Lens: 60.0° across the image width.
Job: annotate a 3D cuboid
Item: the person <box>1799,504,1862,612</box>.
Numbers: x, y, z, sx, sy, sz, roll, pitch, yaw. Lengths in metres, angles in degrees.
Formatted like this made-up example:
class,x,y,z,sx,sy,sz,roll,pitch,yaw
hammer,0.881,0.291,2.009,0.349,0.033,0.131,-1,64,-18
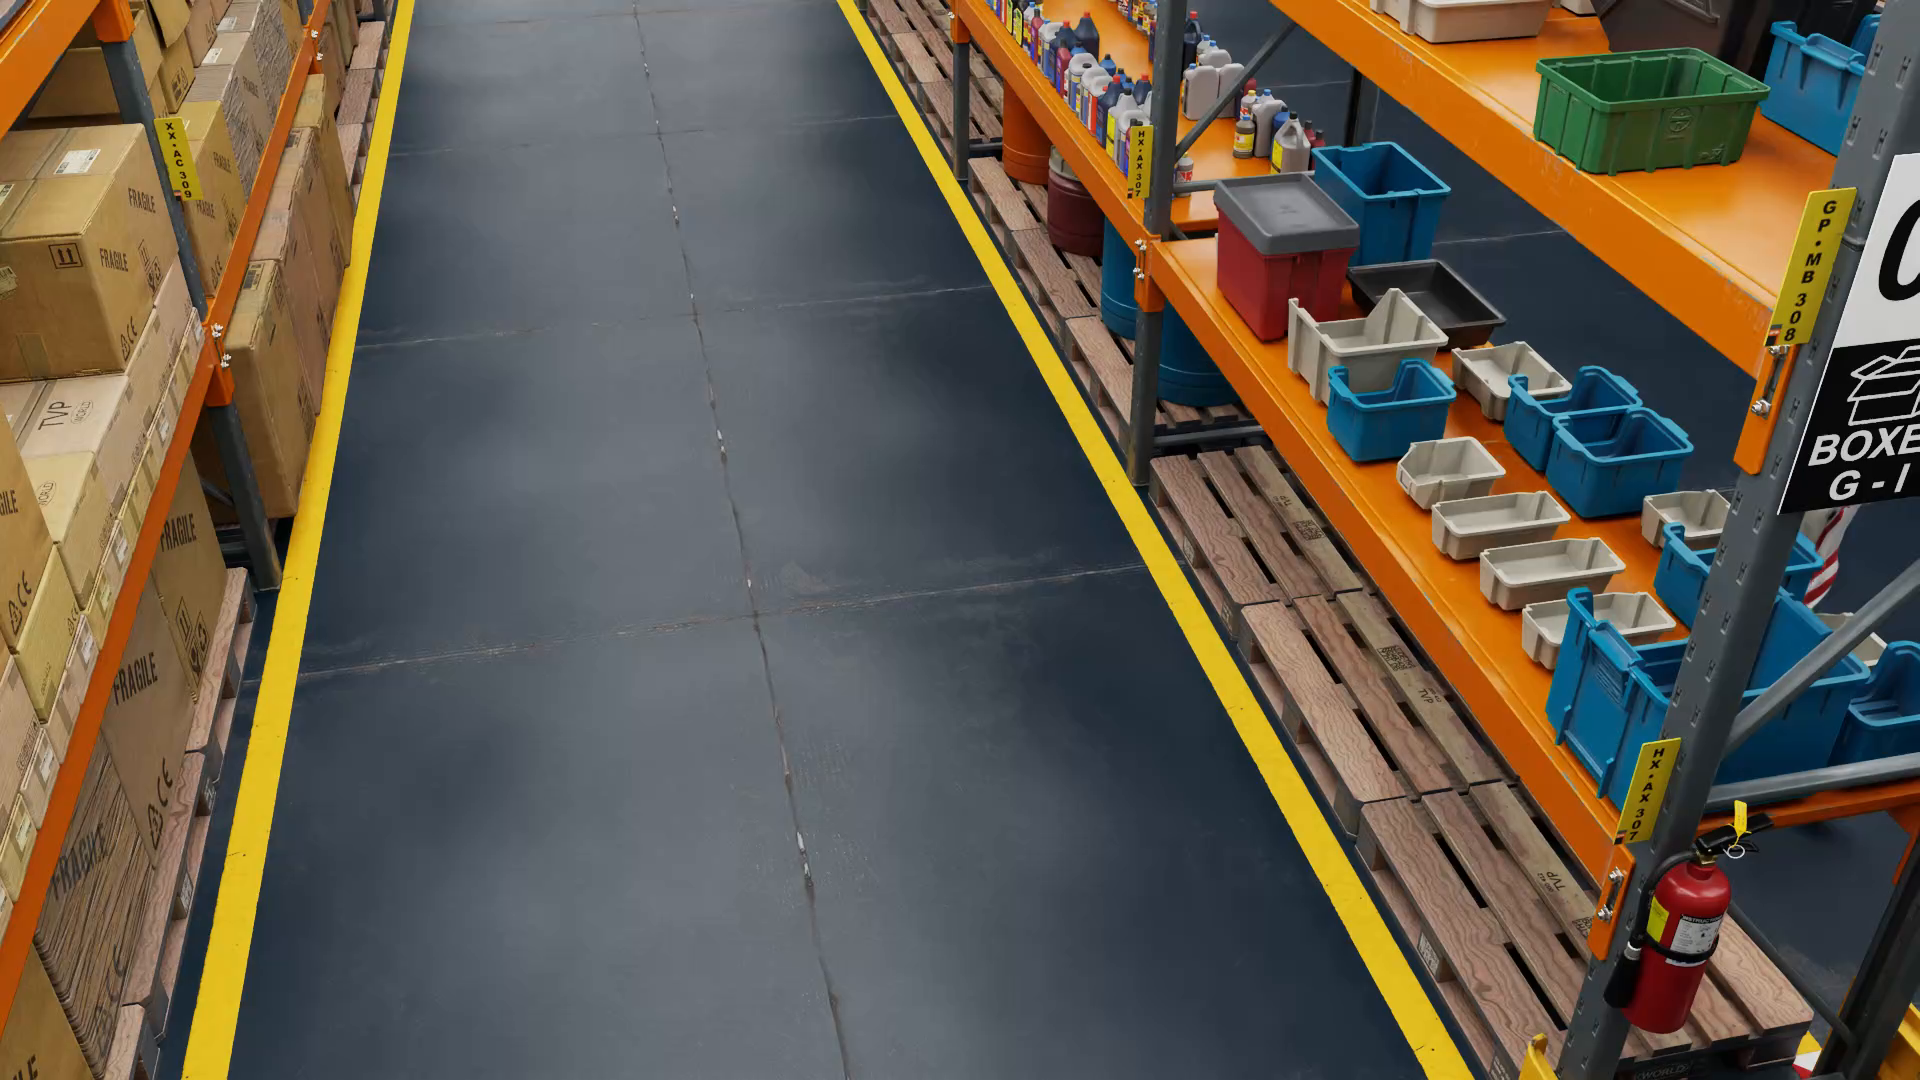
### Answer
class,x,y,z,sx,sy,sz,roll,pitch,yaw
person,2.855,0.160,5.890,0.579,1.765,0.950,-24,41,-31
